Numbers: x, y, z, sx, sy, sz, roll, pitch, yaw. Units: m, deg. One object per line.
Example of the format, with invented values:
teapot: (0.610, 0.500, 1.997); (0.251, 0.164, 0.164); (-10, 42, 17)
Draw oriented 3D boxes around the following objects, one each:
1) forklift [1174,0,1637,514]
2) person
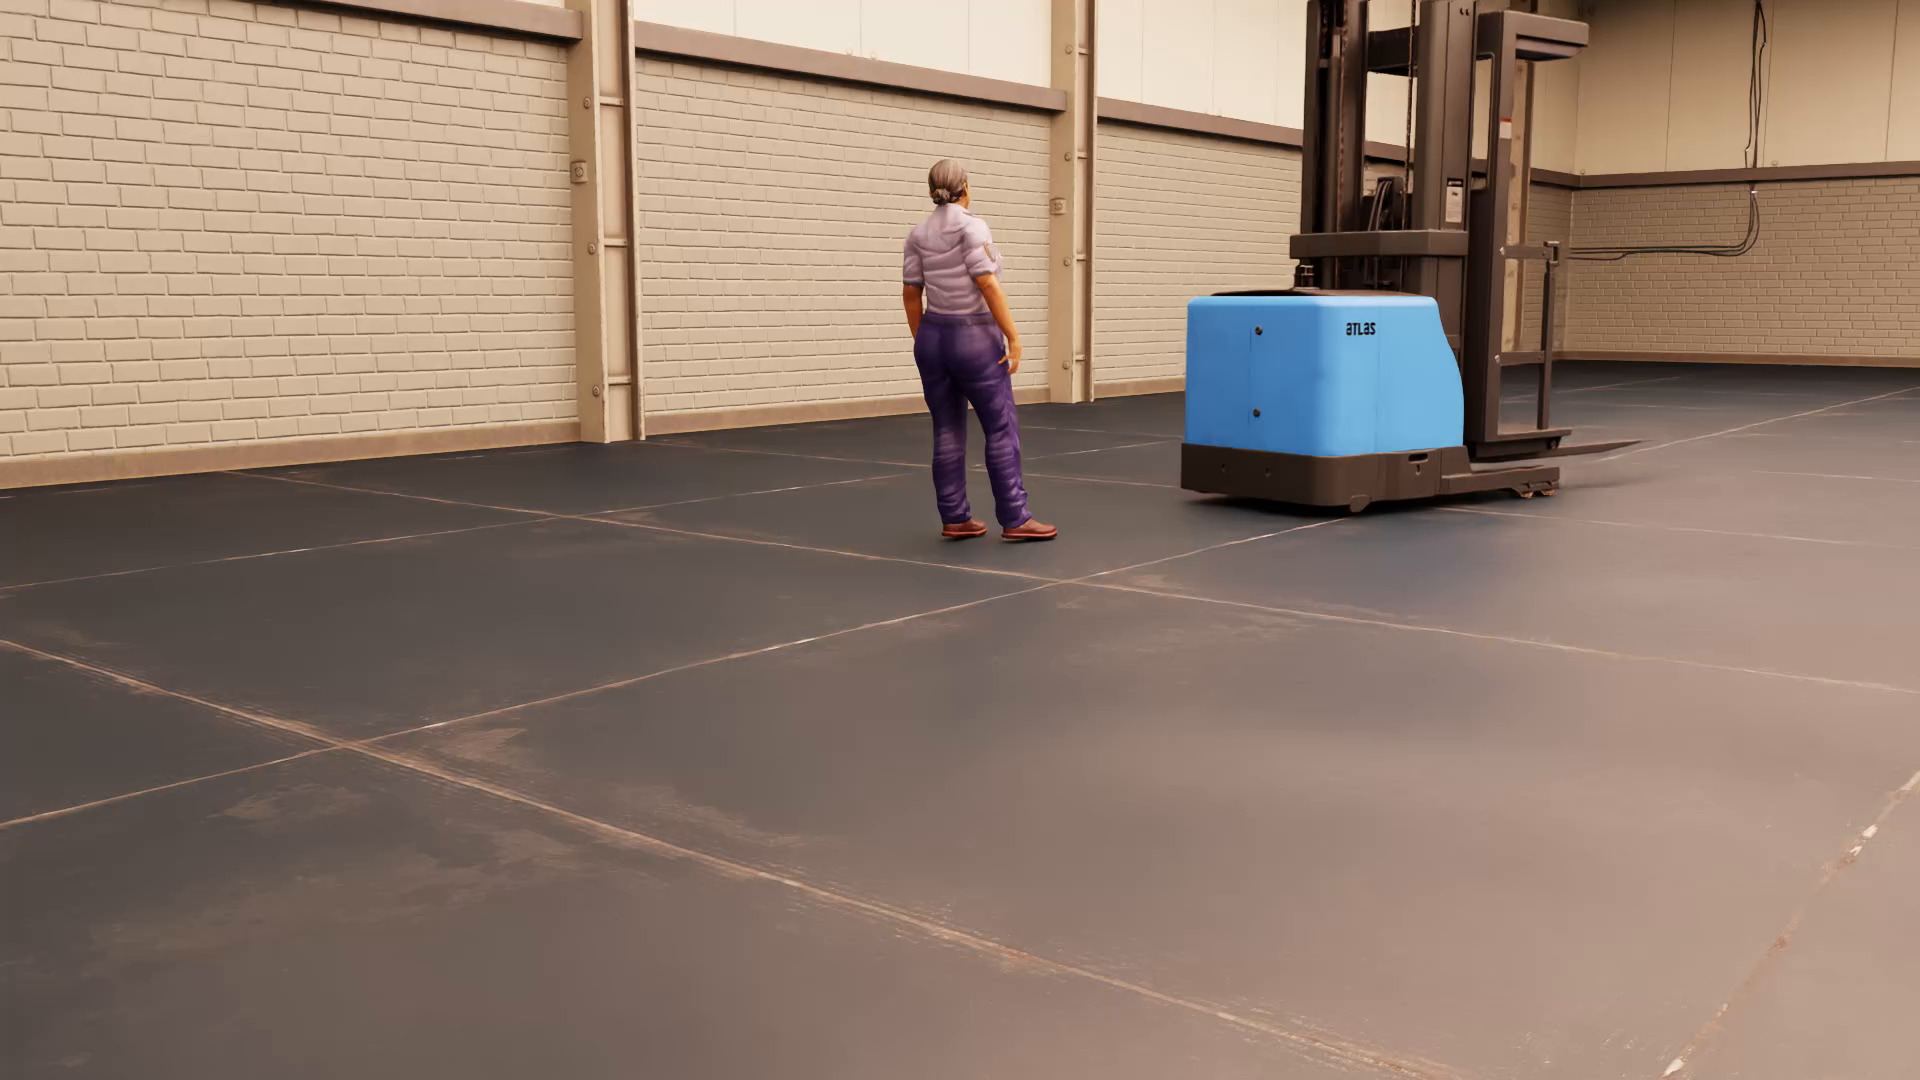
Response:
forklift: (2.609, -1.723, 9.056); (3.031, 2.935, 1.130); (-6, 10, -36)
person: (0.074, -0.831, 7.339); (0.598, 1.651, 0.503); (7, 11, 38)
